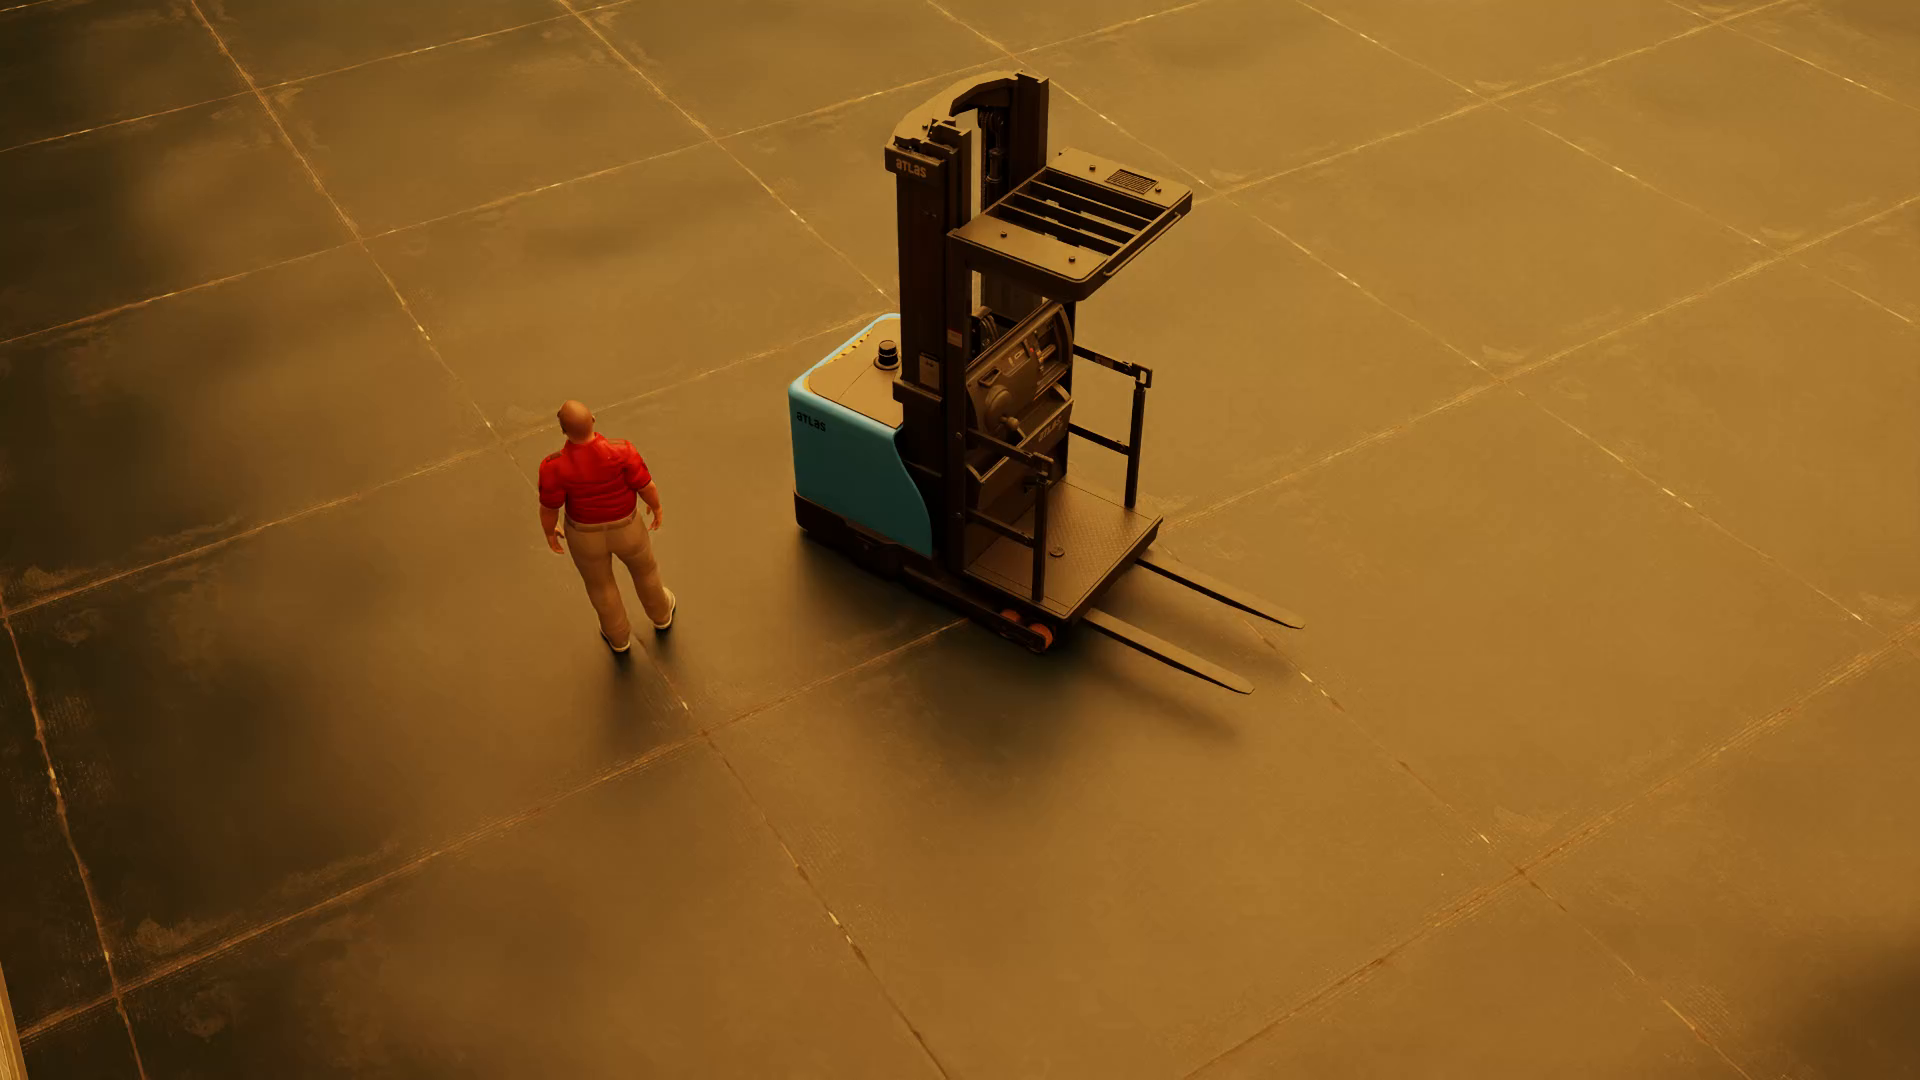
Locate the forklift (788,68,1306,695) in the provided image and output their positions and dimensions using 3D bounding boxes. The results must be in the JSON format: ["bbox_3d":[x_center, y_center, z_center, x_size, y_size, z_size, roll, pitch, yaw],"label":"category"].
[{"bbox_3d":[0.496,-0.872,8.869,3.031,2.935,1.130,25,47,26],"label":"forklift"}]

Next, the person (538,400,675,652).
[{"bbox_3d":[-1.911,-0.121,8.911,0.641,1.728,0.550,-12,42,-13],"label":"person"}]
